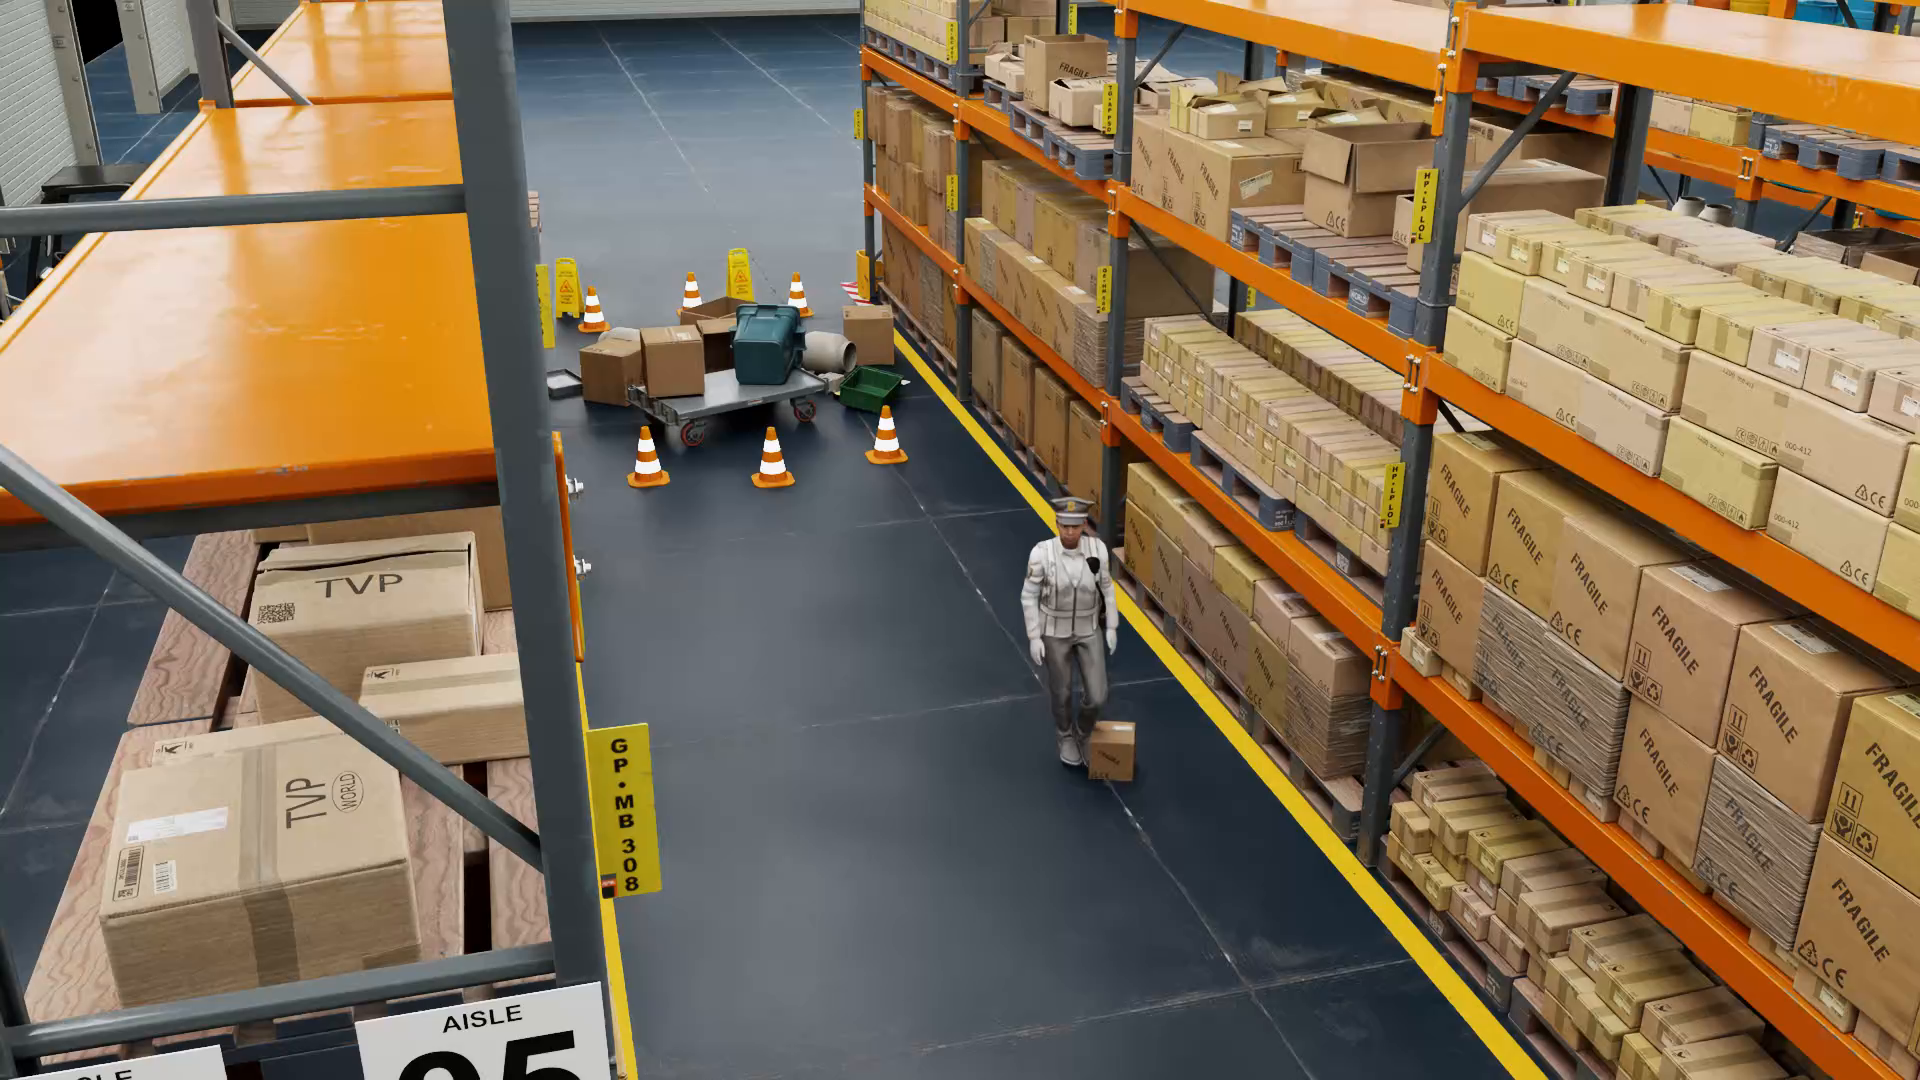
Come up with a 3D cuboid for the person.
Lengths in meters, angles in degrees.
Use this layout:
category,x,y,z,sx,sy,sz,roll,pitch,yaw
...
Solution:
category,x,y,z,sx,sy,sz,roll,pitch,yaw
person,0.621,0.529,9.299,0.557,1.688,0.476,-3,23,-6
